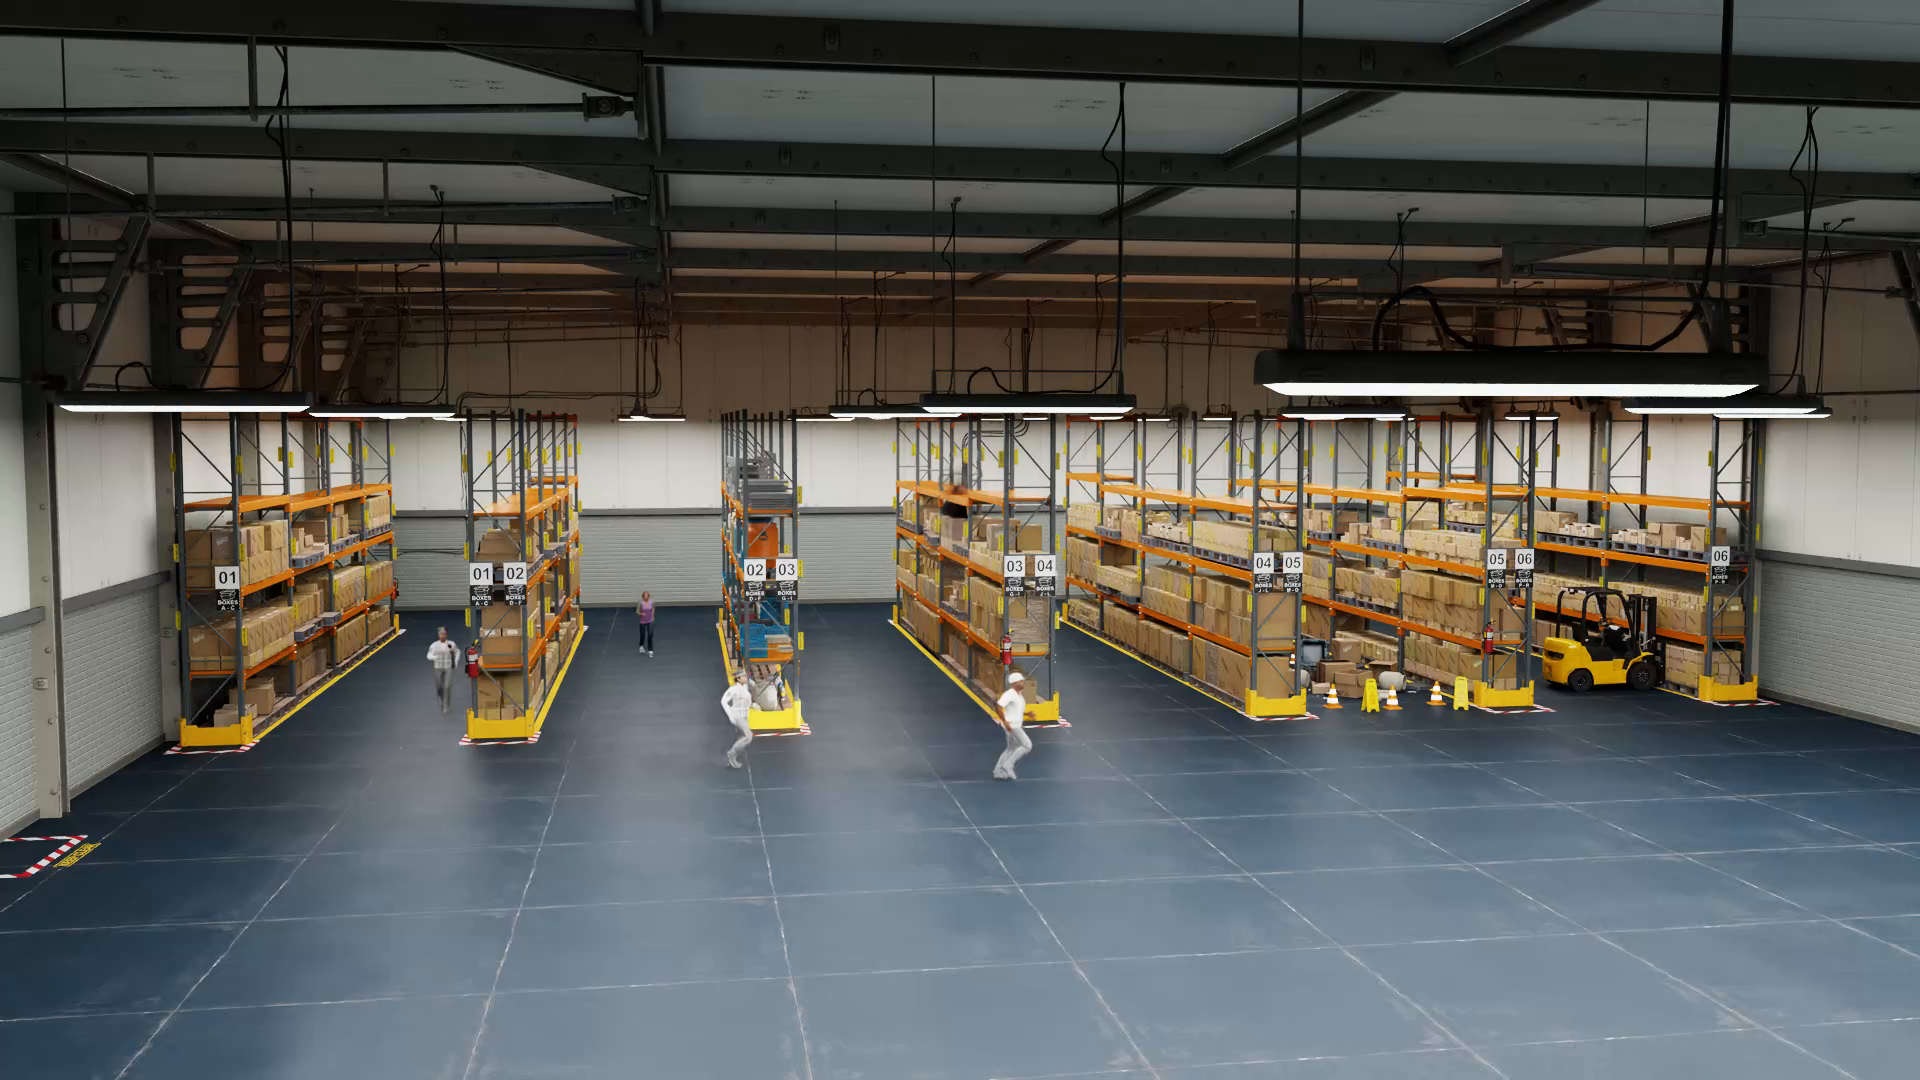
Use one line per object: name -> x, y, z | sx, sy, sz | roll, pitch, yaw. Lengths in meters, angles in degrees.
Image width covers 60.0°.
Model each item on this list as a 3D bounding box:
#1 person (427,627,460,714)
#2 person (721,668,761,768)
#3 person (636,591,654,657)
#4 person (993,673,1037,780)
person -> -10.236, 2.559, 32.976 | 0.611, 1.673, 0.939 | -1, 4, -13
person -> -3.621, 2.956, 27.673 | 0.577, 1.666, 0.624 | 1, 4, 17
person -> -7.769, 2.049, 41.080 | 0.505, 1.601, 0.863 | -2, 4, -22
person -> 0.882, 2.984, 26.731 | 0.715, 1.713, 0.619 | 1, 4, 9
